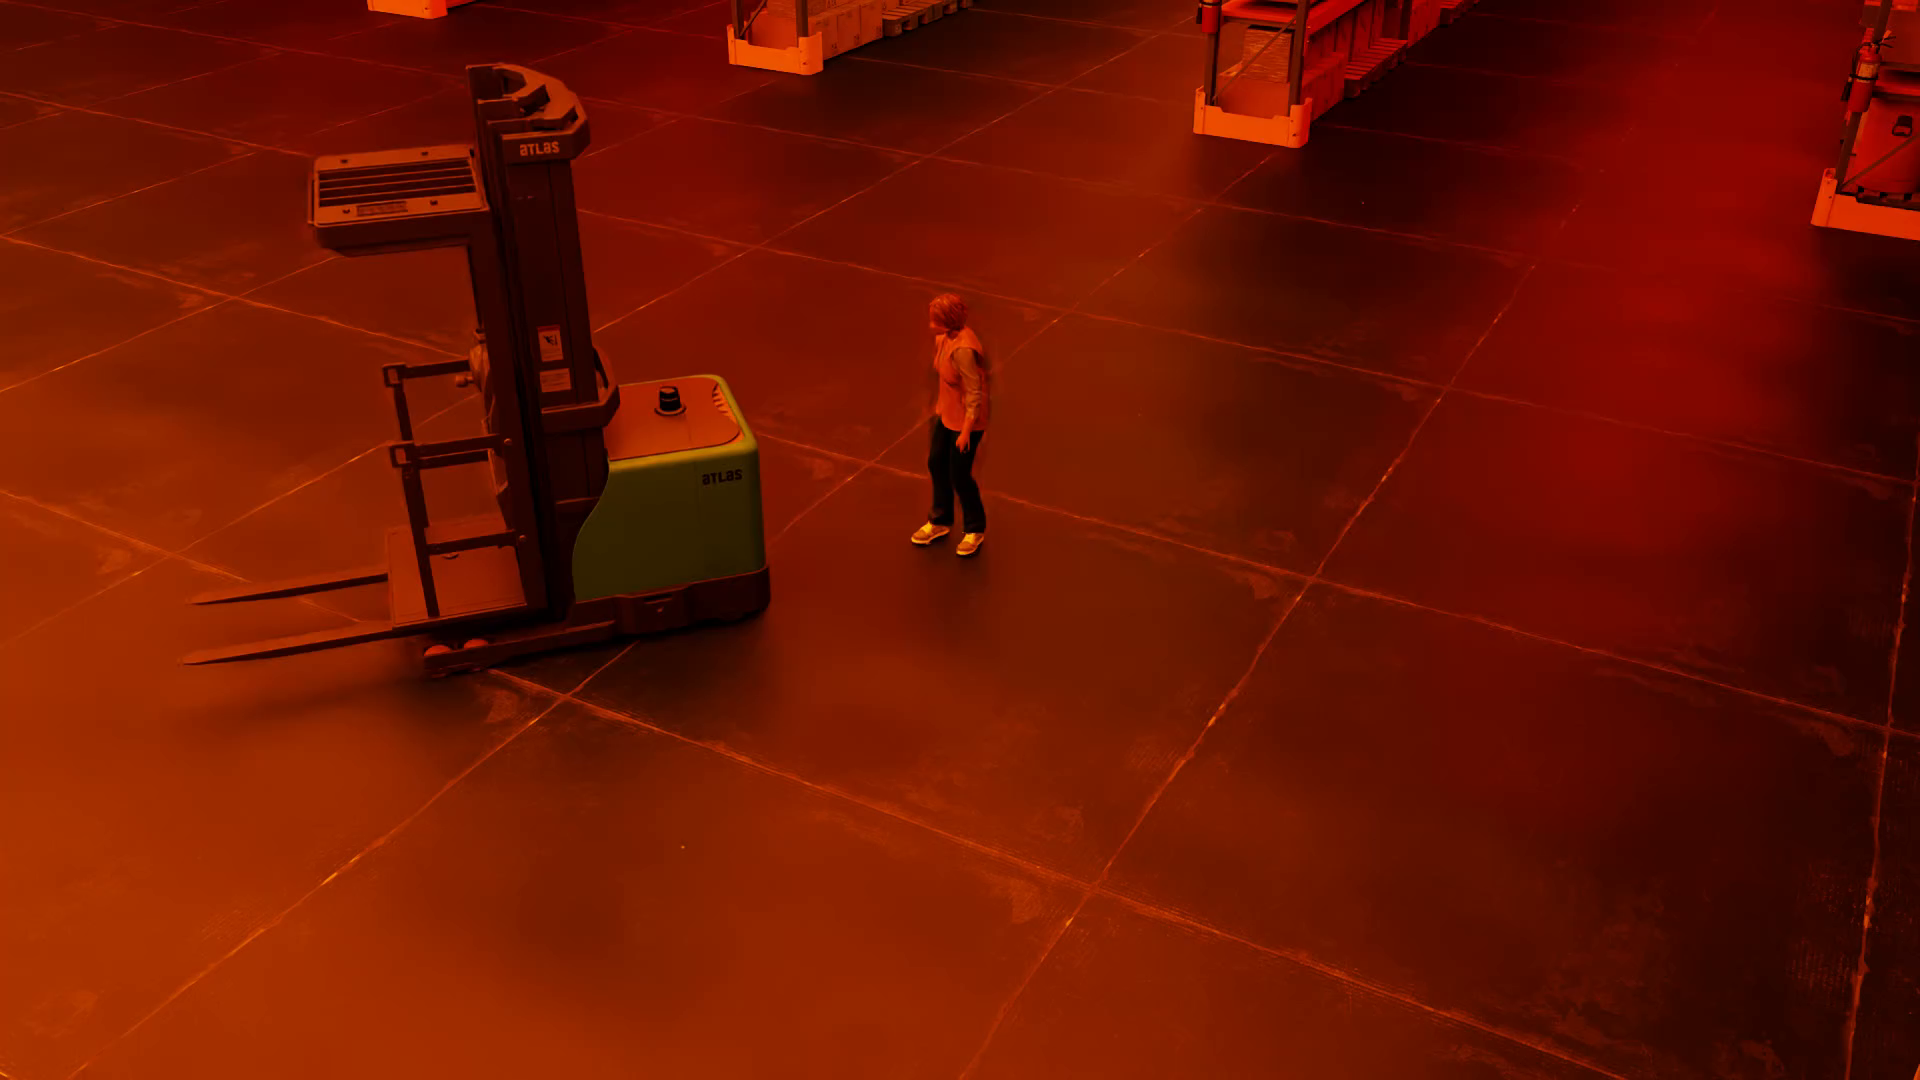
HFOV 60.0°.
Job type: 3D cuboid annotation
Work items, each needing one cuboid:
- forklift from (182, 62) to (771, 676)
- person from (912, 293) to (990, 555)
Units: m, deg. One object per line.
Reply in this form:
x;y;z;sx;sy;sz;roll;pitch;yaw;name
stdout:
-2.629;-0.844;8.532;3.031;2.935;1.130;-10;31;-16;forklift
-0.062;-0.673;9.580;0.438;1.589;0.450;-9;31;-16;person
